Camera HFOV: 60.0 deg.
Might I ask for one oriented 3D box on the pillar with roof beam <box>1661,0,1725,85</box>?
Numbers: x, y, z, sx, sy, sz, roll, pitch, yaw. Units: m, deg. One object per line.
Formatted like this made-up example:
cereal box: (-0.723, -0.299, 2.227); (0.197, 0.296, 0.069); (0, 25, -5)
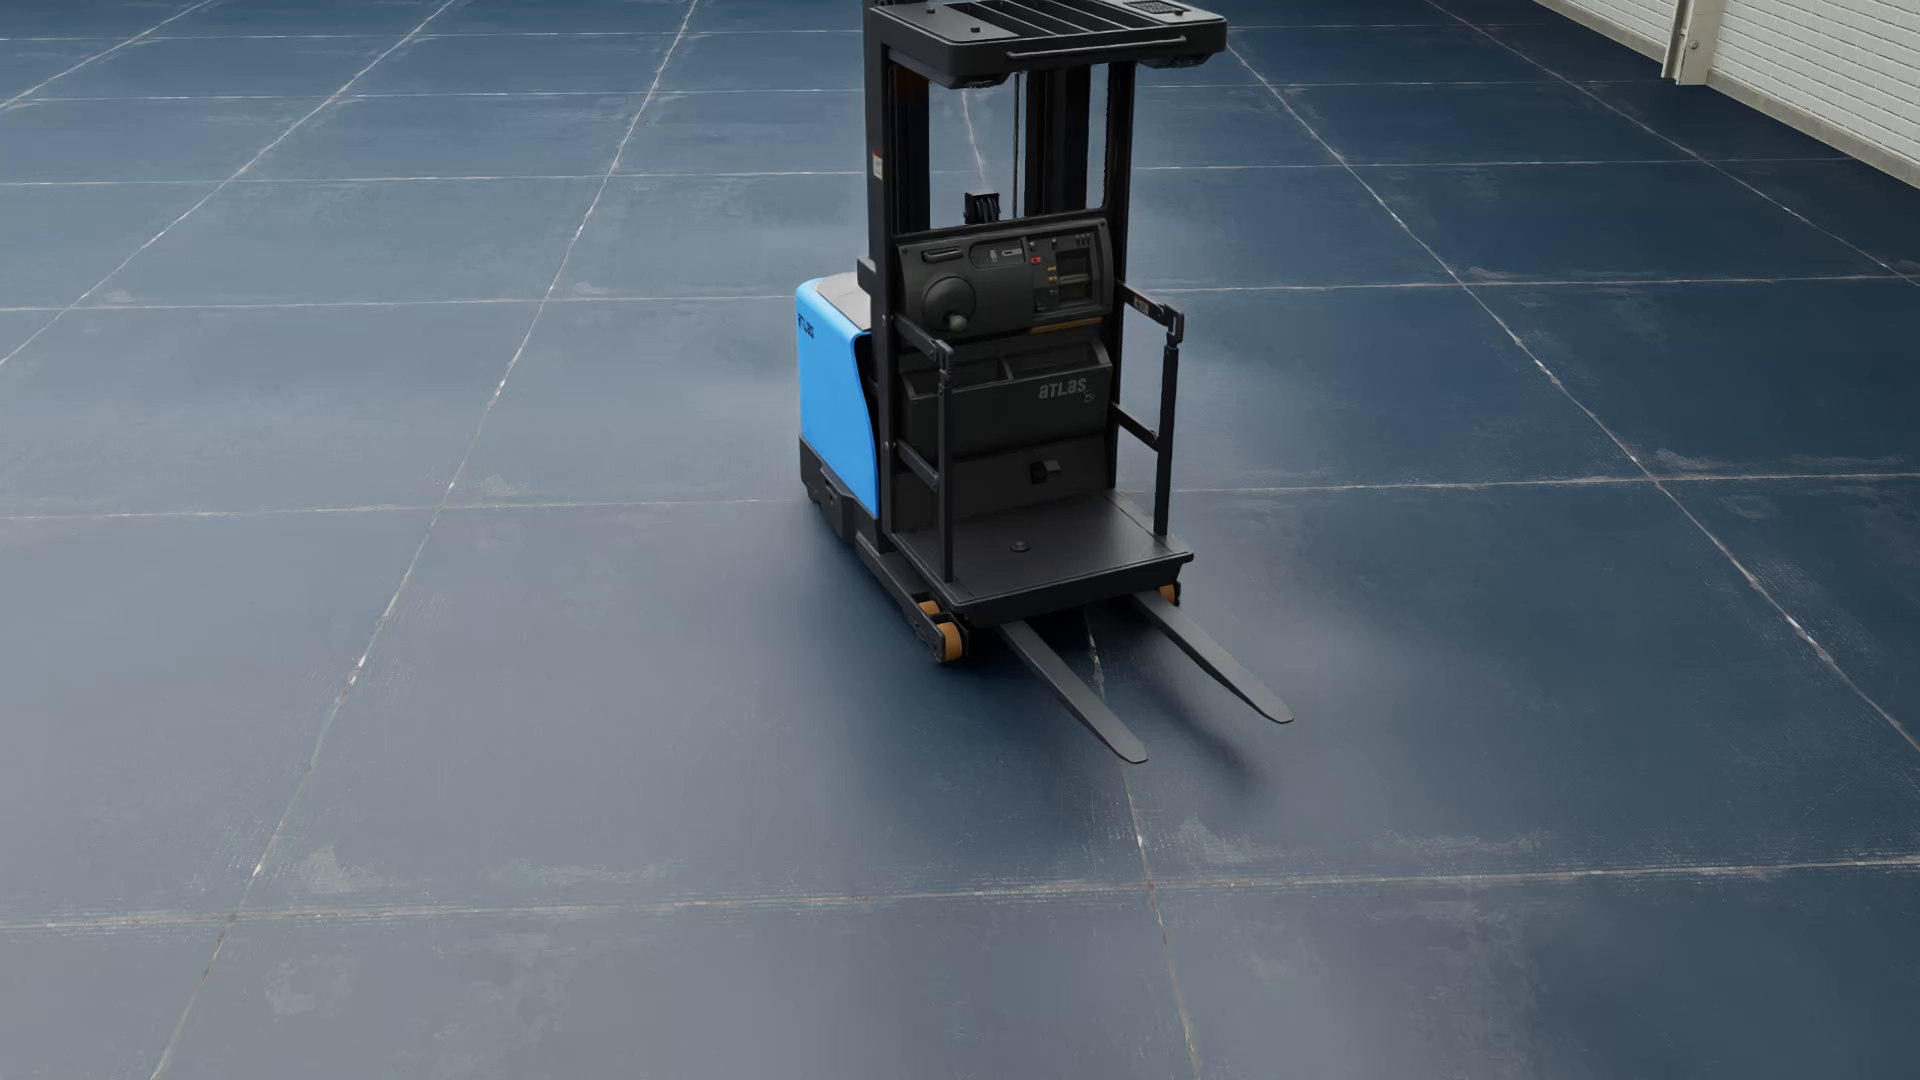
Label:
pillar with roof beam: (2.885, -8.444, 14.210); (9.100, 9.000, 0.400); (-1, 28, -3)

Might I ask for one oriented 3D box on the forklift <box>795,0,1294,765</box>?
forklift: (0.285, -1.026, 6.548); (1.130, 2.935, 3.031); (-12, 30, -21)
